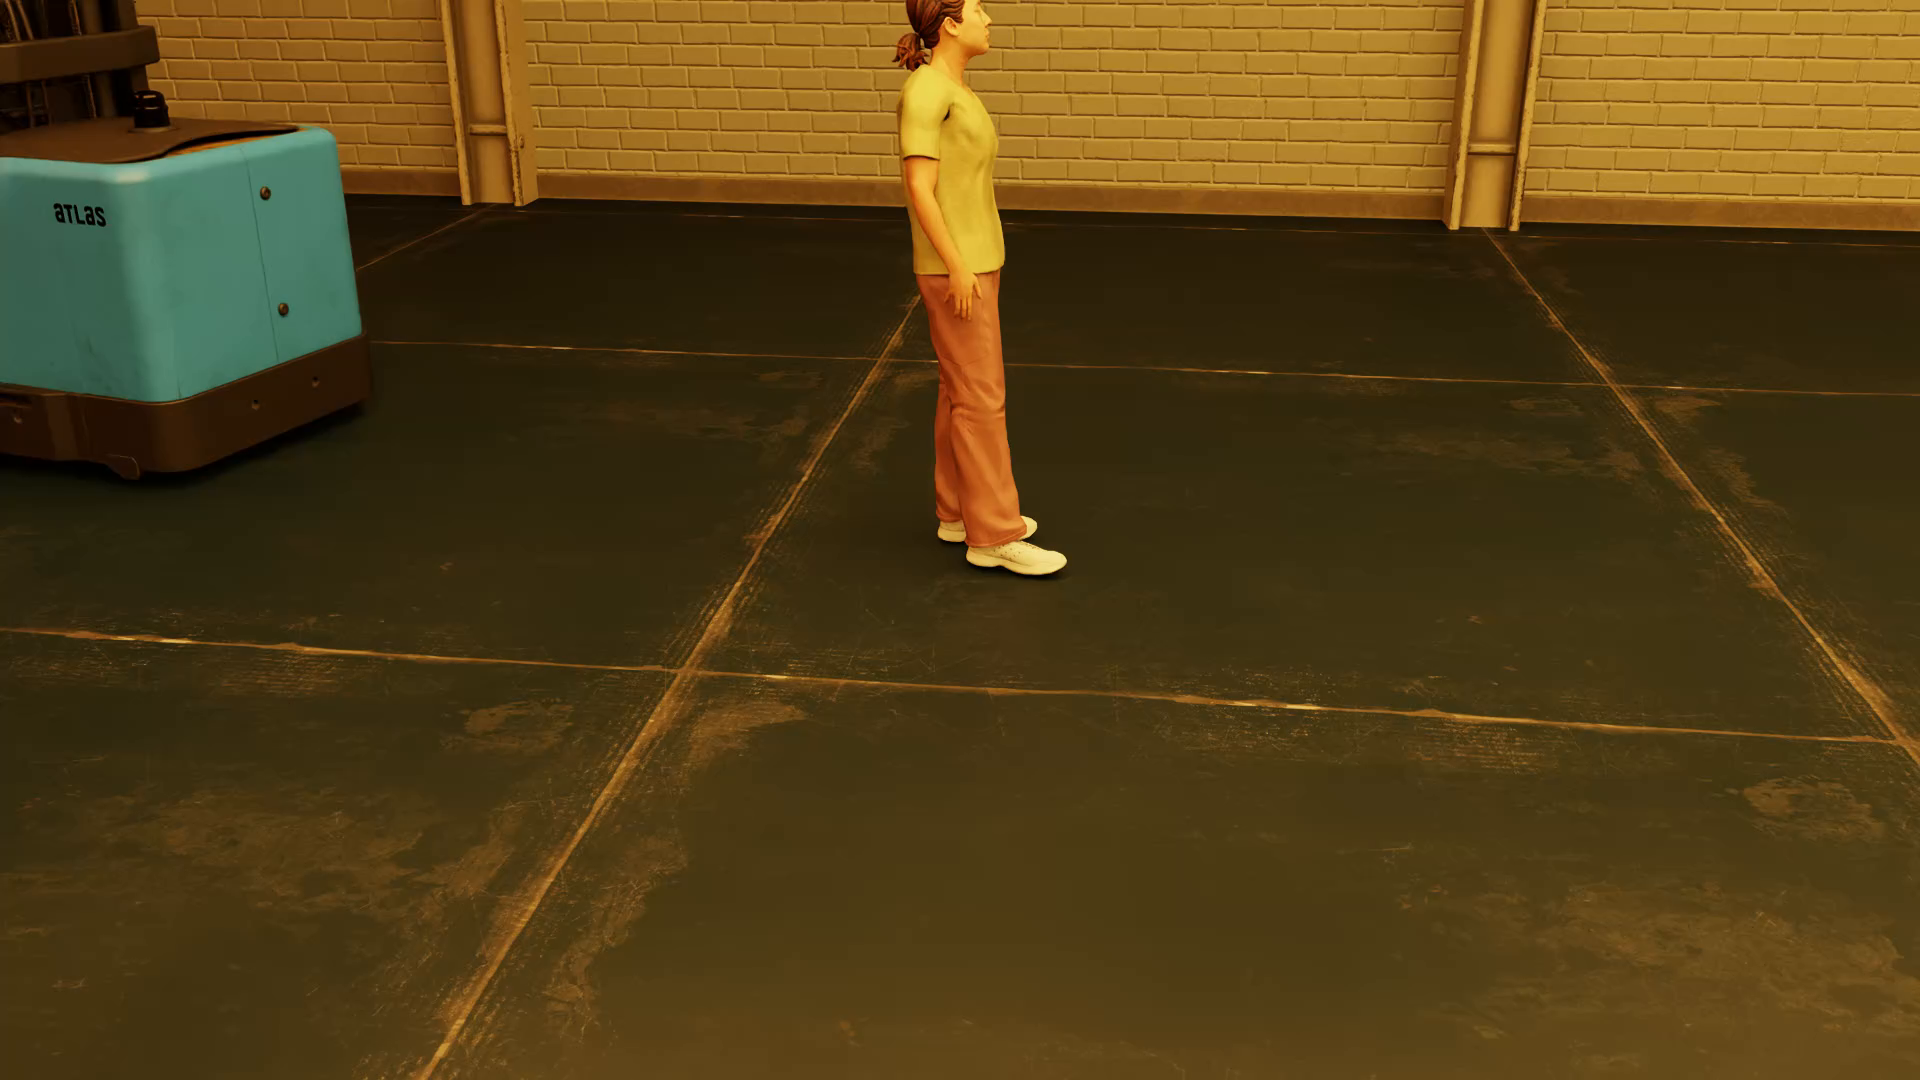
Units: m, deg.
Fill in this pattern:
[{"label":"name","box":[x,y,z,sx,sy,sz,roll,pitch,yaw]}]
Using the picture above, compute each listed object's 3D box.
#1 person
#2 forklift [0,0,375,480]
[{"label":"person","box":[0.071,-0.776,4.842,0.549,1.675,0.553,3,22,7]},{"label":"forklift","box":[-3.813,-1.889,5.945,3.031,2.935,1.130,8,23,19]}]
